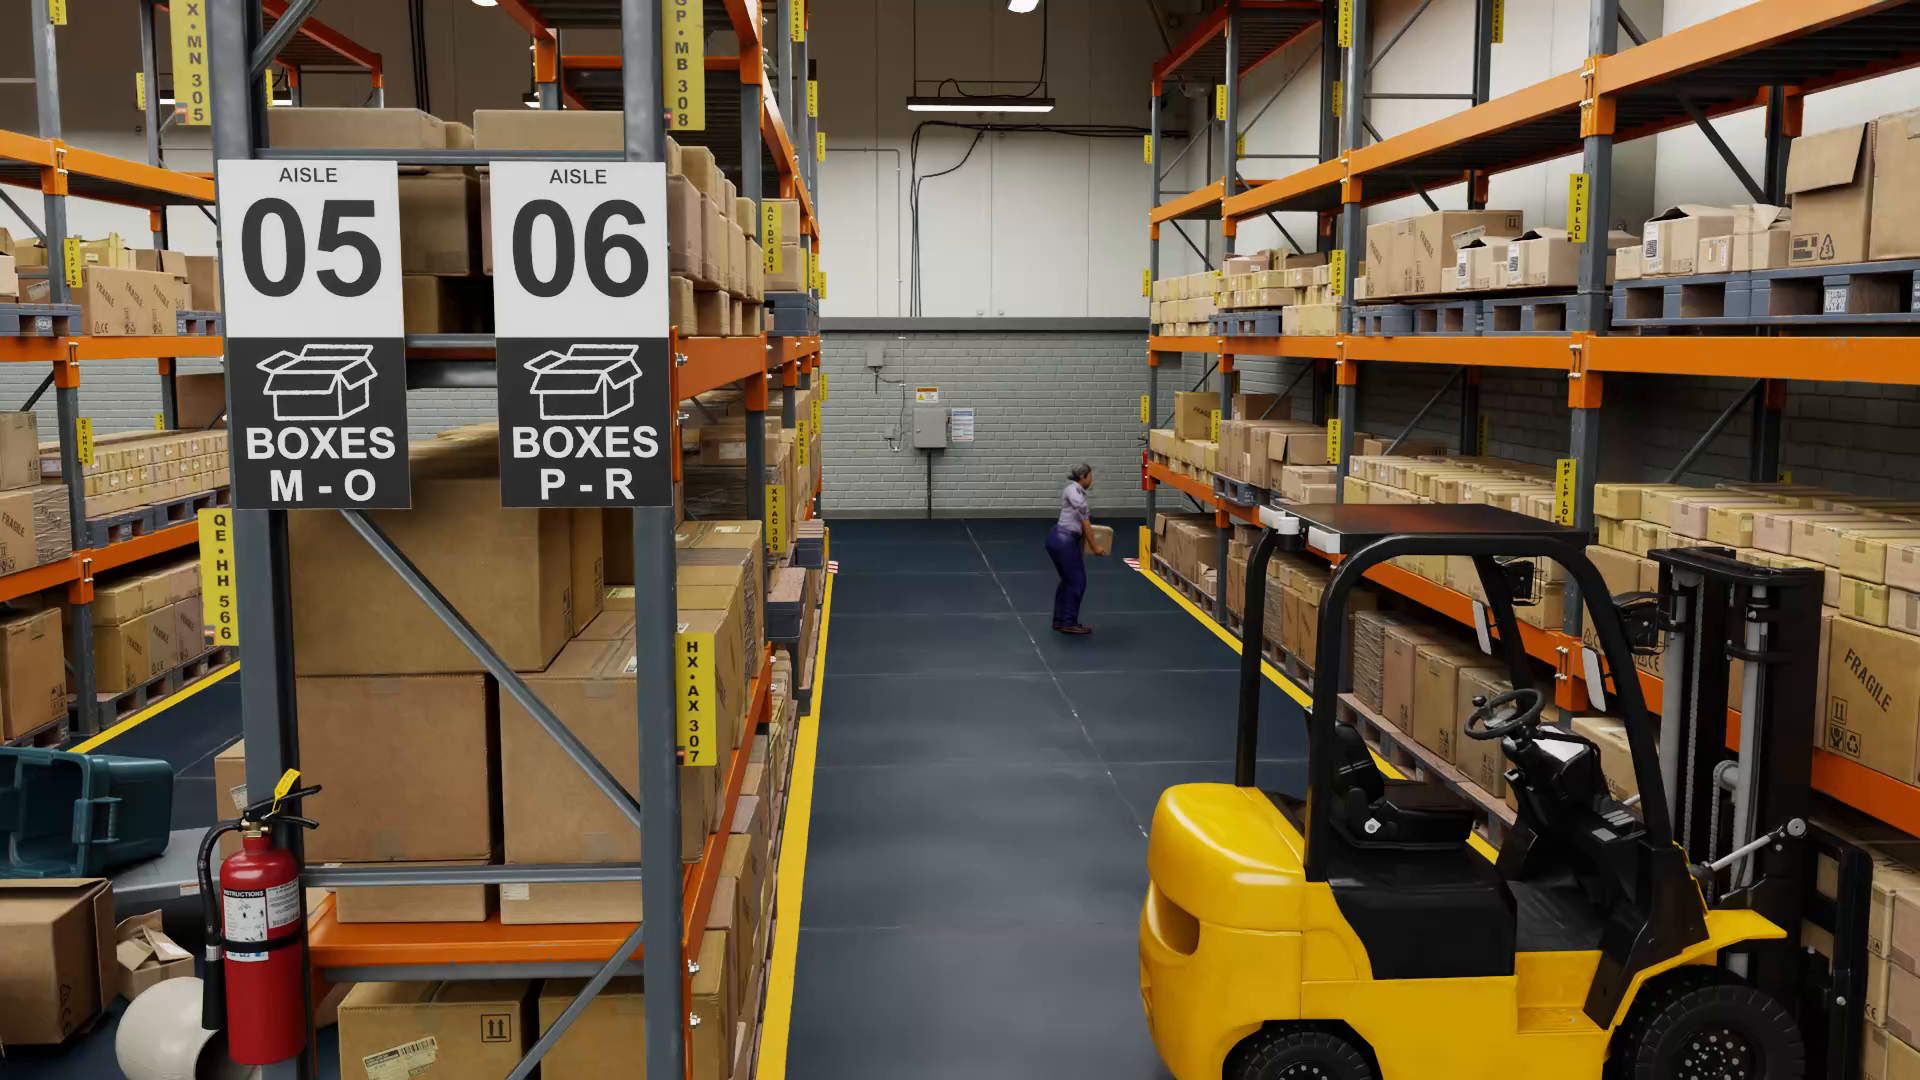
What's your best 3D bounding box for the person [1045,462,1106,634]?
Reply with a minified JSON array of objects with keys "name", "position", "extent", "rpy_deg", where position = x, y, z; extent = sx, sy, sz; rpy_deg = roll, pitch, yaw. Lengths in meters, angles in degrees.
[{"name":"person","position":[1.120,0.071,15.883],"extent":[0.522,1.622,0.435],"rpy_deg":[-1,7,-5]}]
